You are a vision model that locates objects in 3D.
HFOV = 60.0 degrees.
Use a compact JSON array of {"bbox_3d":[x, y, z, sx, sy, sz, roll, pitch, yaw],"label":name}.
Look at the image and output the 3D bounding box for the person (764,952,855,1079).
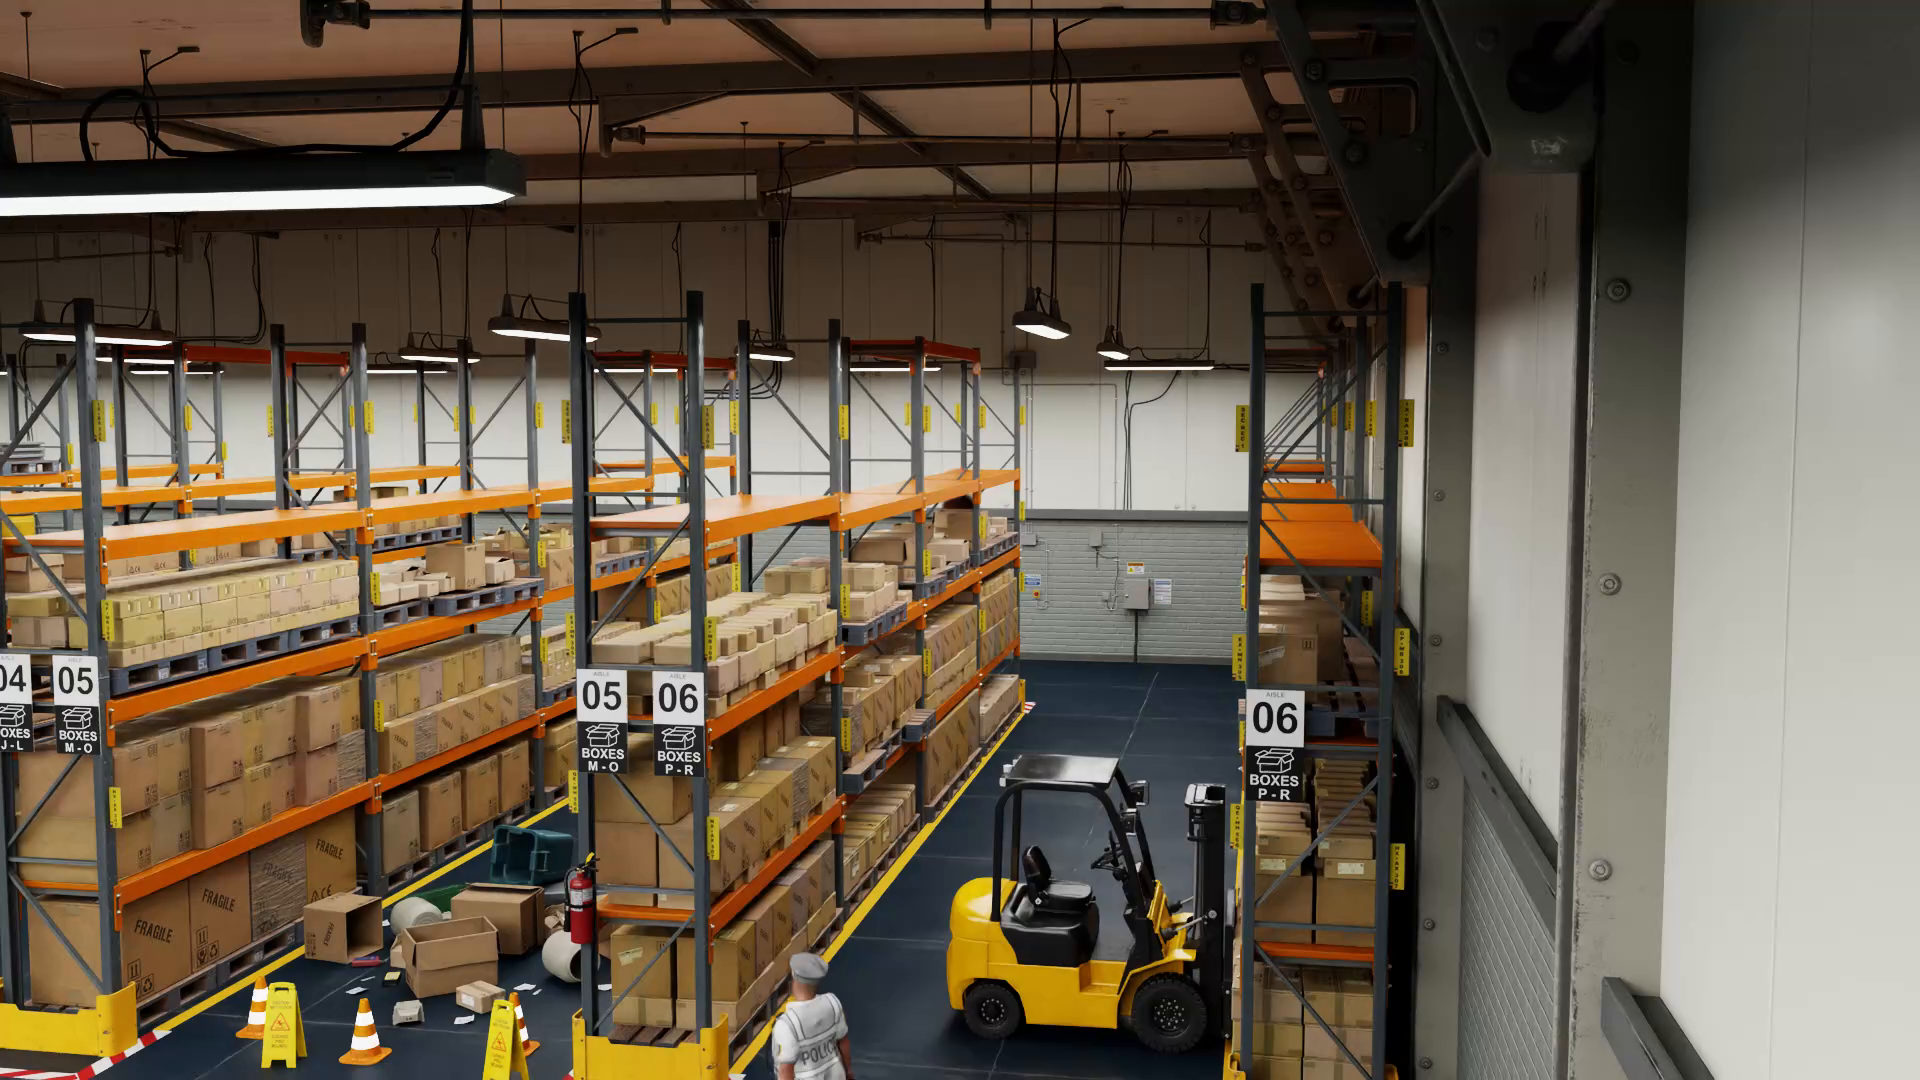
[{"bbox_3d":[-0.917,3.445,10.401,0.442,1.787,0.719,3,5,30],"label":"person"}]
